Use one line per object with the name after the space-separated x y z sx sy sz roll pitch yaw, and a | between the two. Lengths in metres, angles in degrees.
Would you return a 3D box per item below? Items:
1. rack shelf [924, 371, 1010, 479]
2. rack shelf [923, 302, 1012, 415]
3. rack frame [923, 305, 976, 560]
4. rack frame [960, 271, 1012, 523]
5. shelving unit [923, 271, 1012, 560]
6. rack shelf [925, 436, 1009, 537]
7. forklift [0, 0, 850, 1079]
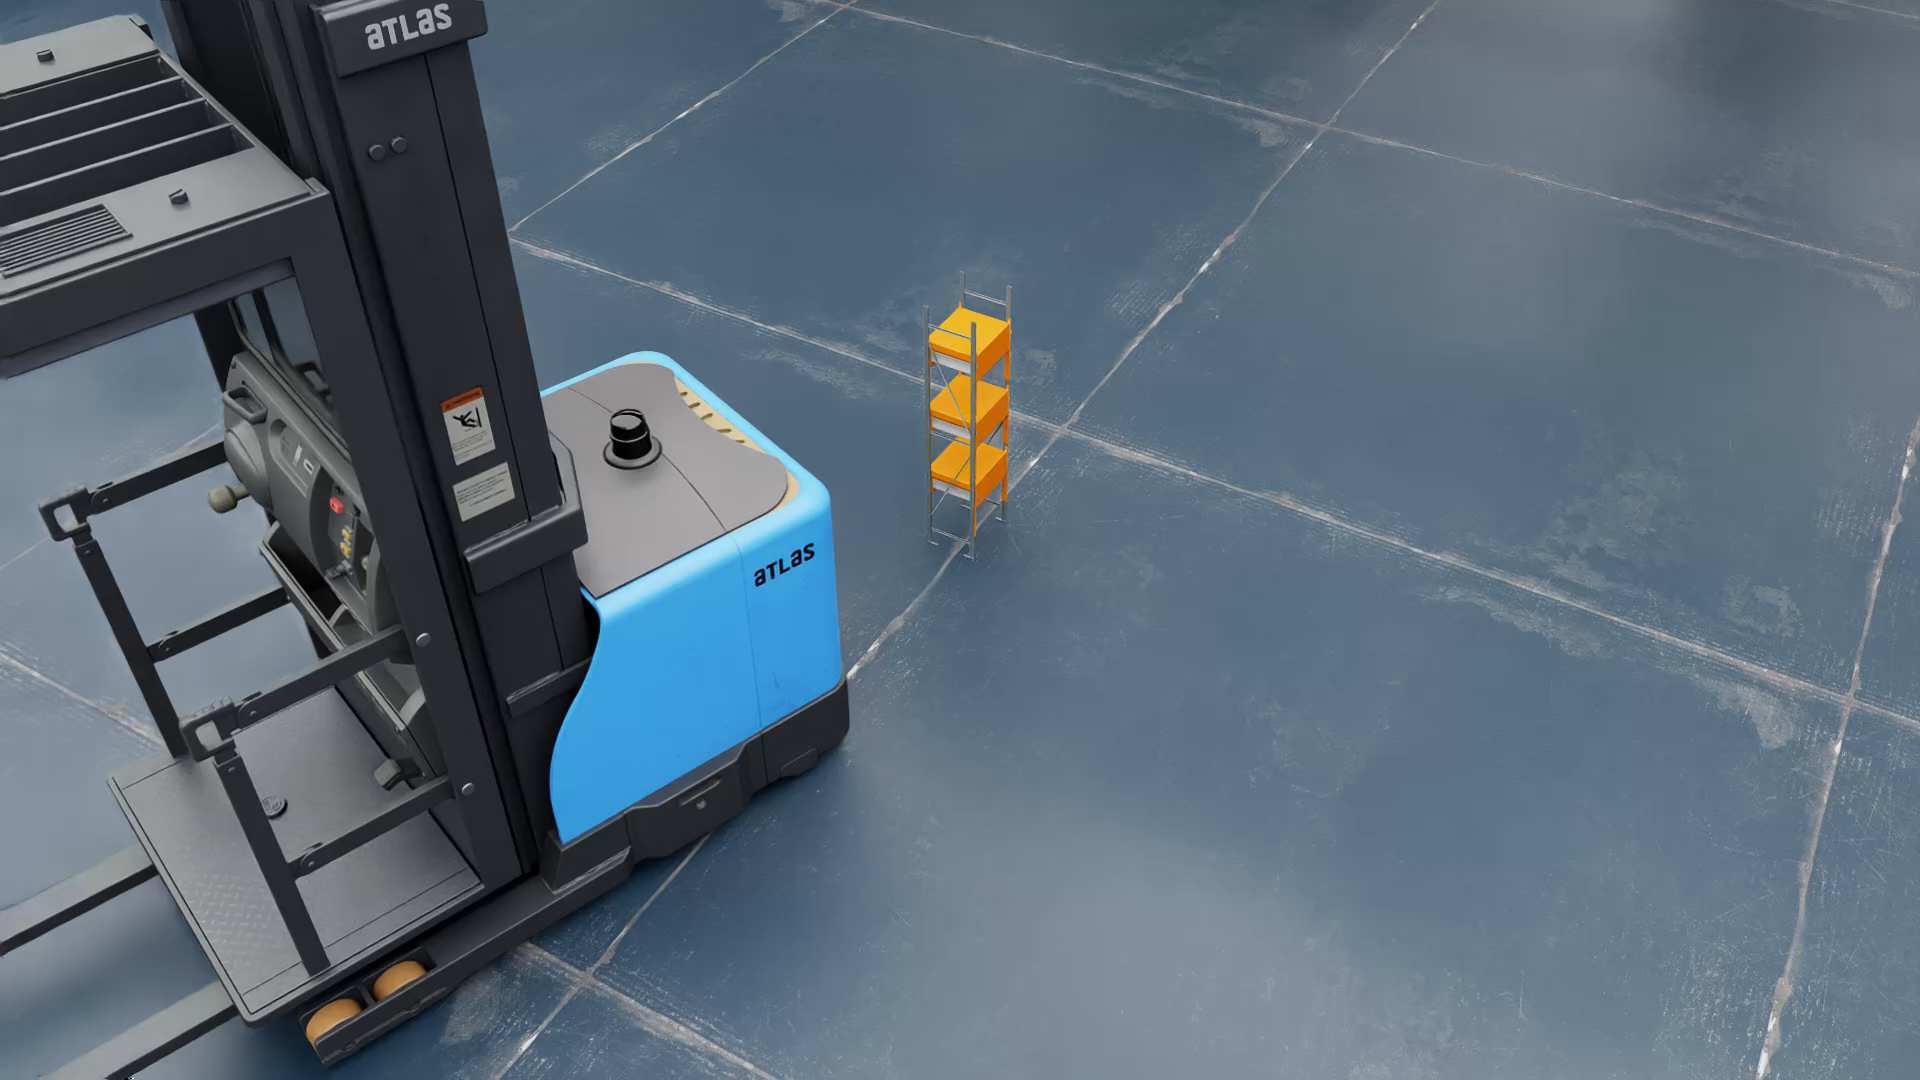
0.027 -0.417 5.945 0.215 0.259 0.240 21 45 22 | rack shelf
0.027 -0.630 5.757 0.215 0.259 0.240 21 45 22 | rack shelf
-0.034 -0.355 5.859 0.200 1.050 0.008 21 45 22 | rack frame
0.088 -0.494 6.017 0.200 1.050 0.008 21 45 22 | rack frame
0.027 -0.425 5.938 0.215 1.050 0.252 21 45 22 | shelving unit
0.027 -0.208 6.128 0.215 0.259 0.240 21 45 22 | rack shelf
-1.817 -0.058 4.099 3.031 2.935 1.130 -29 49 -29 | forklift
